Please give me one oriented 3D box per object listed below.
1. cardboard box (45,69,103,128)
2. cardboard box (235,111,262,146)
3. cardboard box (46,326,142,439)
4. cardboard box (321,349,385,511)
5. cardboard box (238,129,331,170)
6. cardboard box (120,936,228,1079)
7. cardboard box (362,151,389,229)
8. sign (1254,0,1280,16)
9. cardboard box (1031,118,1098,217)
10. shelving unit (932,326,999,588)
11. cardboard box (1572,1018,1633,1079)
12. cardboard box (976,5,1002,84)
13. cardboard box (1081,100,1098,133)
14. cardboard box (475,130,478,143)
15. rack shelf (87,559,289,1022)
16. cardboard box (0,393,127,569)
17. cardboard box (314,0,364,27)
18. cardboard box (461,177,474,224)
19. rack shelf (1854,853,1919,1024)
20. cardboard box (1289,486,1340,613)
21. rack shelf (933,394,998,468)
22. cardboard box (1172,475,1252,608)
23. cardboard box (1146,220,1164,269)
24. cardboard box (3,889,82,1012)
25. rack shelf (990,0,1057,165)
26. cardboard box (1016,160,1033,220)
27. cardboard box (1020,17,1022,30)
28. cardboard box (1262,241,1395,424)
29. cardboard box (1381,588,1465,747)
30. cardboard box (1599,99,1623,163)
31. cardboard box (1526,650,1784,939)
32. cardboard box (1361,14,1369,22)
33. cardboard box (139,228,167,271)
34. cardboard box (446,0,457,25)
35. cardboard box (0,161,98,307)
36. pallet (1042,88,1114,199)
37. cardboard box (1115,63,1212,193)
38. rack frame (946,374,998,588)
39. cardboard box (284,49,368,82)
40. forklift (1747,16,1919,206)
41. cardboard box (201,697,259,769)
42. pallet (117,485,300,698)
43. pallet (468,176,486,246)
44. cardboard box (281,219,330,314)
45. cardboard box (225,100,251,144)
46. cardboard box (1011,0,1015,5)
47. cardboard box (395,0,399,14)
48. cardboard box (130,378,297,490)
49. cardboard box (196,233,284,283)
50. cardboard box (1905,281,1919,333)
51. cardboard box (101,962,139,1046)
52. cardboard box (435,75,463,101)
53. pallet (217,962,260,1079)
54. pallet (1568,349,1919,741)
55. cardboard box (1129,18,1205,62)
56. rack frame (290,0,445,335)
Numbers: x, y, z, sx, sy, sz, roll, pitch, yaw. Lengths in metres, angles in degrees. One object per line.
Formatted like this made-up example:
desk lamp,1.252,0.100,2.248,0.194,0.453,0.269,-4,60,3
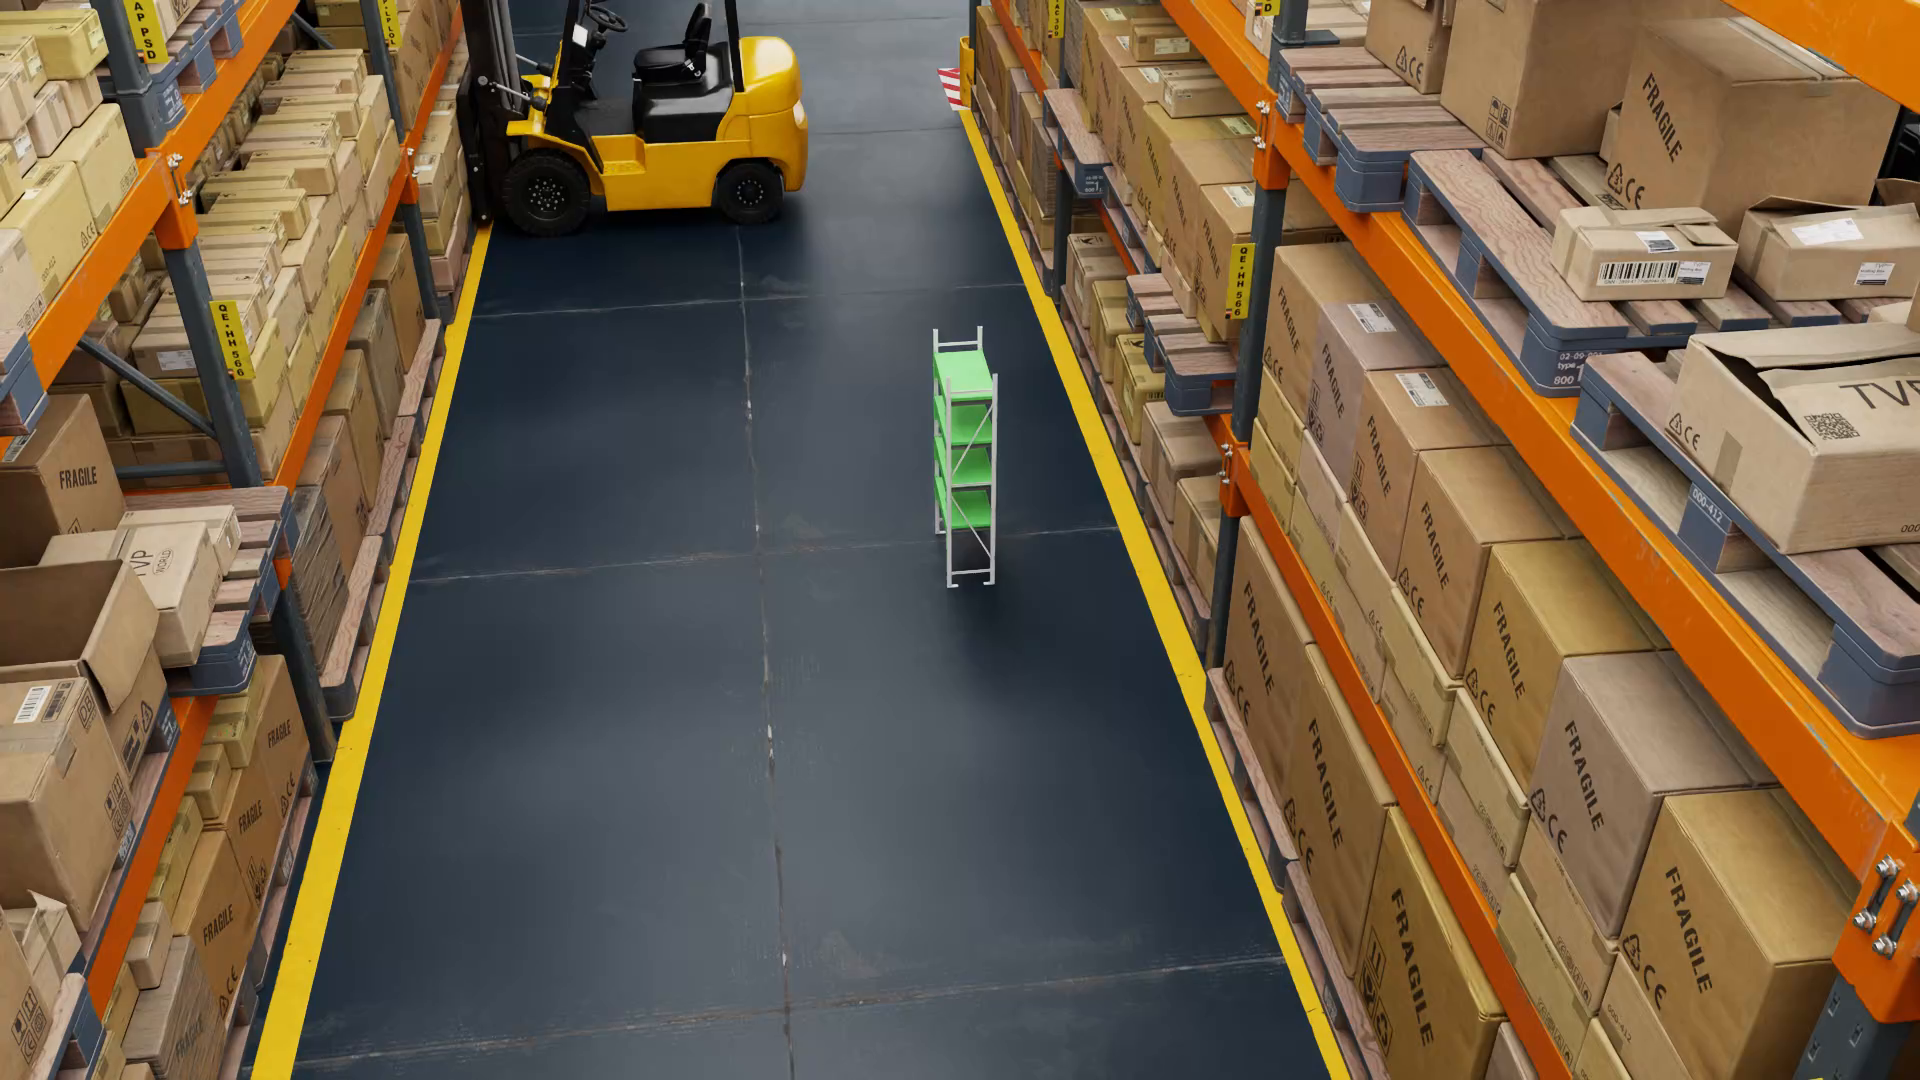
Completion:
cardboard box,-2.975,-1.416,5.280,0.380,0.149,0.250,-4,34,-5
cardboard box,-3.927,-2.047,8.779,0.500,0.250,0.500,-5,35,-7
cardboard box,-3.597,-0.628,6.697,0.500,0.250,0.500,-4,34,-5
cardboard box,-3.518,-0.535,8.607,0.875,0.625,0.625,-6,35,-8
cardboard box,-3.332,-1.911,8.225,0.380,0.149,0.250,-4,34,-6
cardboard box,-2.773,1.686,5.460,0.500,0.500,0.500,-6,35,-8
cardboard box,-3.399,-1.882,8.982,0.500,0.250,0.500,-5,35,-7
sign,1.119,-2.045,5.965,0.100,0.325,0.005,-4,35,-6
cardboard box,0.774,-2.521,11.188,0.500,0.500,0.500,-5,35,-7
shelving unit,0.022,-0.403,8.277,0.258,1.200,0.503,-4,35,-6
cardboard box,1.885,1.431,4.120,0.500,0.250,0.500,-5,35,-8
cardboard box,0.420,-3.959,13.298,0.500,0.500,0.500,-5,35,-8
cardboard box,0.905,-2.461,9.548,0.380,0.149,0.250,-4,34,-5
cardboard box,-3.751,-2.867,11.919,0.500,0.250,0.500,-4,35,-7
rack shelf,-2.992,1.160,5.024,1.077,0.370,4.000,-4,35,-6
cardboard box,-3.346,-0.170,5.873,0.500,0.500,0.500,-3,34,-4
cardboard box,-3.548,-3.119,9.734,0.380,0.149,0.250,-4,34,-5
cardboard box,-3.704,-2.386,11.656,0.500,0.250,0.500,-4,34,-6
rack shelf,2.464,1.774,1.458,1.077,0.370,4.000,-4,35,-6
cardboard box,1.560,0.008,6.209,0.500,0.250,0.500,-5,35,-8
rack shelf,0.022,-0.549,8.177,0.258,0.148,0.480,-4,35,-6
cardboard box,1.591,-0.035,8.099,0.950,0.372,0.625,-7,35,-10
cardboard box,1.117,-1.442,8.052,0.380,0.149,0.250,-4,34,-6
cardboard box,-2.529,1.056,4.283,0.396,0.266,0.258,-3,34,-4
rack shelf,0.850,-3.683,12.129,1.077,0.370,4.000,-4,35,-6
cardboard box,0.692,-2.507,11.834,0.500,0.250,0.500,-5,35,-8
cardboard box,0.629,-3.628,11.633,0.380,0.149,0.250,-5,35,-7
cardboard box,1.481,-0.793,6.273,0.500,0.500,0.500,-5,35,-8
cardboard box,1.659,0.377,5.223,0.500,0.250,0.500,-4,34,-6
cardboard box,2.189,-1.247,4.999,0.396,0.266,0.258,-5,35,-8
cardboard box,1.809,0.627,4.189,0.500,0.500,0.500,-4,34,-5
cardboard box,1.783,-1.956,6.516,0.380,0.149,0.250,-4,35,-6
cardboard box,-3.686,-1.299,7.328,0.380,0.149,0.250,-5,35,-7
cardboard box,-3.880,-3.928,11.762,0.500,0.500,0.500,-5,35,-7
cardboard box,-2.883,-0.883,4.851,0.500,0.250,0.500,-4,35,-6
pallet,1.078,-2.347,9.701,1.003,0.211,1.213,-4,35,-6
cardboard box,1.099,-2.076,8.407,0.500,0.500,0.500,-6,35,-8
rack frame,0.055,-0.267,8.077,0.240,1.200,0.015,-4,35,-6
cardboard box,-3.533,-2.621,9.268,0.380,0.149,0.250,-3,34,-5
forklift,4.086,-1.031,7.660,3.031,2.935,1.130,-4,35,-6
cardboard box,-2.876,0.744,6.265,0.380,0.149,0.250,-6,35,-9
pallet,-3.100,0.198,5.966,1.213,0.211,1.003,-4,35,-6
pallet,-4.032,-2.463,12.176,1.003,0.211,1.213,-4,35,-6
cardboard box,-3.197,-1.237,7.591,0.500,0.250,0.500,-5,35,-8
cardboard box,-3.892,-2.149,8.575,0.380,0.149,0.250,-5,35,-7
cardboard box,0.589,-4.119,11.777,0.500,0.500,0.500,-5,35,-7
cardboard box,-3.680,-3.281,10.236,0.380,0.149,0.250,-4,35,-6
cardboard box,-3.078,-0.458,6.892,0.500,0.250,0.500,-4,35,-6
cardboard box,-3.157,-1.199,7.180,0.380,0.149,0.250,-4,34,-6
cardboard box,2.364,-0.368,3.501,0.500,0.500,0.500,-5,35,-7
cardboard box,-2.810,1.477,5.190,0.380,0.149,0.250,-4,35,-6
cardboard box,-3.753,-3.086,11.796,0.500,0.250,0.500,-5,35,-7
pallet,-3.037,1.997,5.632,1.003,0.211,1.213,-4,35,-6
pallet,2.023,-0.068,3.692,0.805,0.209,1.217,-6,35,-8
cardboard box,1.080,-2.582,8.573,0.380,0.149,0.250,-3,34,-4
rack frame,-3.799,-2.486,9.734,1.000,3.000,0.127,-4,35,-6
